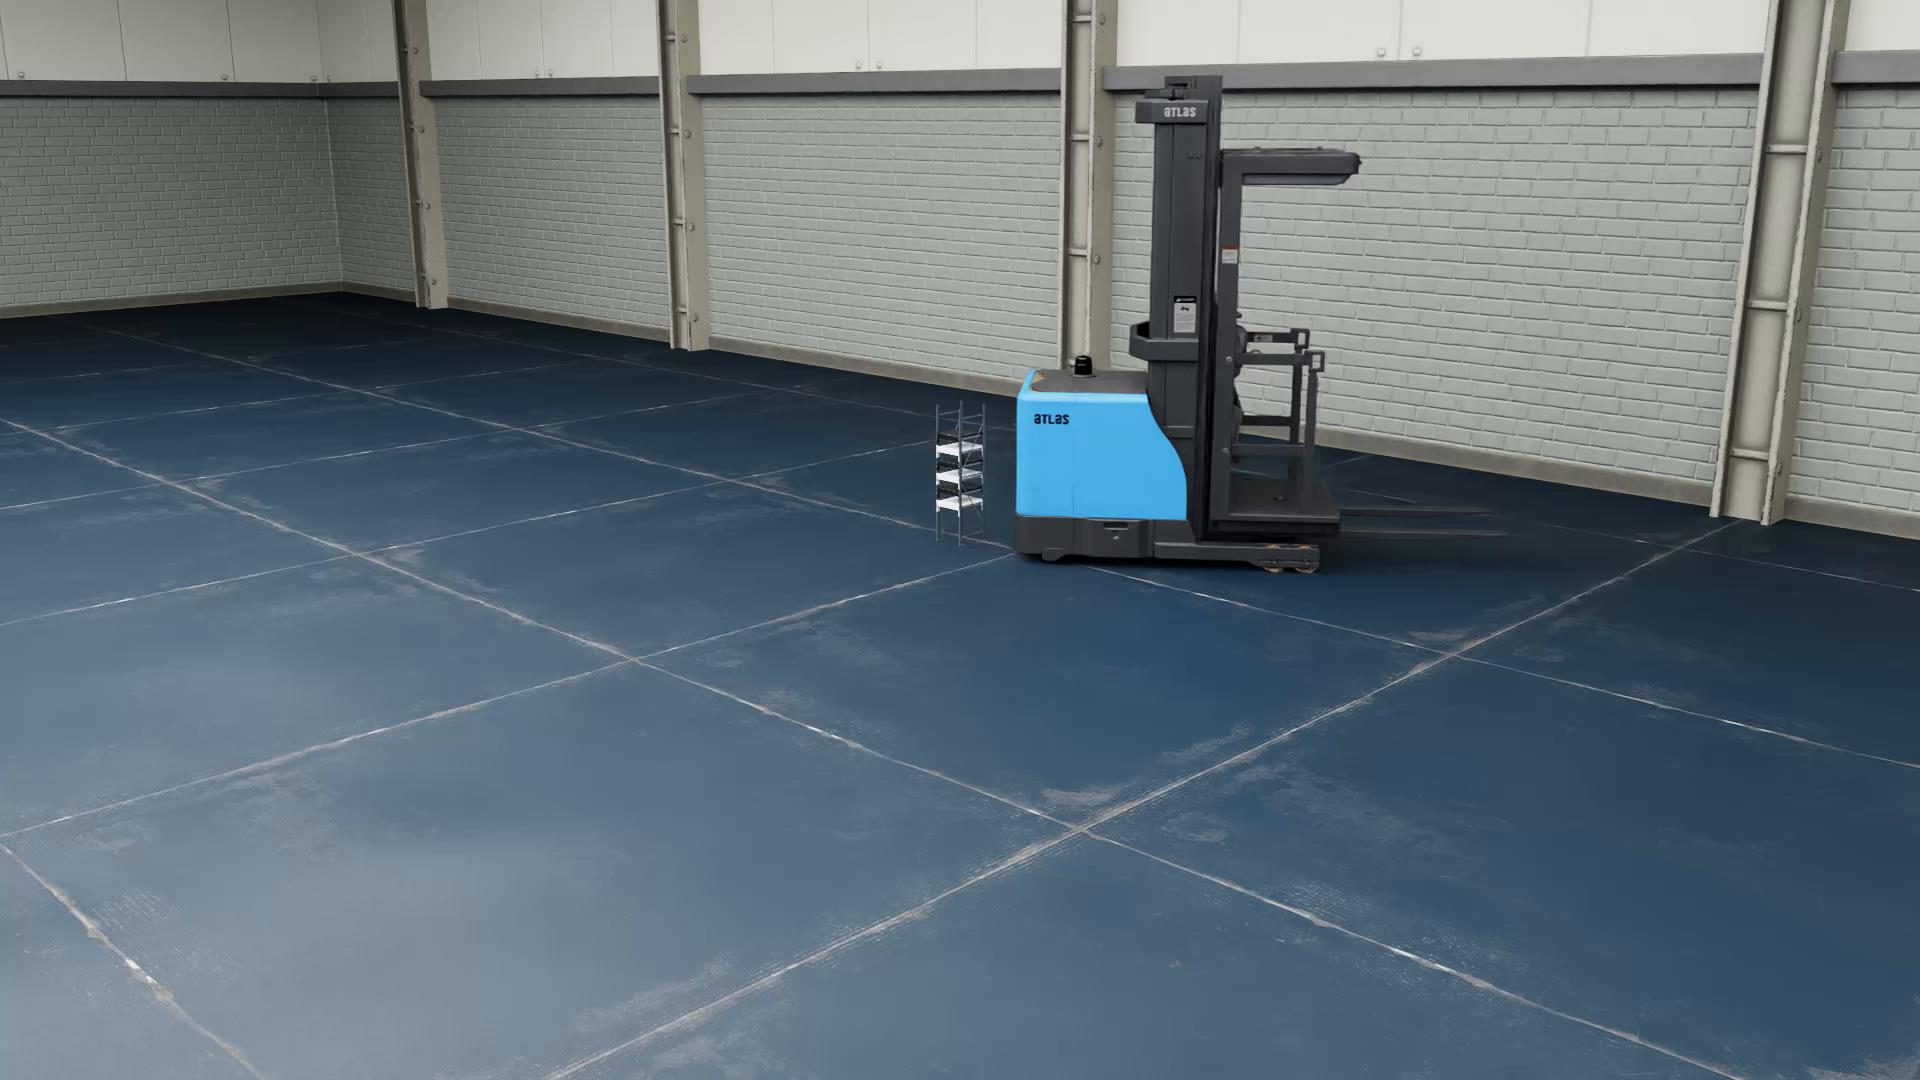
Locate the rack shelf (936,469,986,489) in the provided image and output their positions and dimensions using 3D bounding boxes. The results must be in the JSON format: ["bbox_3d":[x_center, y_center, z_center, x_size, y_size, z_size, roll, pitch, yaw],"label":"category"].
[{"bbox_3d":[0.006,-0.402,10.822,0.200,0.077,0.258,14,20,42],"label":"rack shelf"}]

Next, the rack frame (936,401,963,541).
[{"bbox_3d":[-0.067,-0.452,10.881,0.006,0.900,0.240,14,20,42],"label":"rack frame"}]

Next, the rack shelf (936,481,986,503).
[{"bbox_3d":[0.006,-0.315,10.844,0.200,0.077,0.258,14,20,42],"label":"rack shelf"}]

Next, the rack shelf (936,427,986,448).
[{"bbox_3d":[0.006,-0.663,10.753,0.200,0.077,0.258,14,20,42],"label":"rack shelf"}]

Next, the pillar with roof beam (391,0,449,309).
[{"bbox_3d":[-10.480,-6.885,19.509,0.400,9.000,9.100,14,20,42],"label":"pillar with roof beam"}]

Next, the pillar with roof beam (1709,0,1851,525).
[{"bbox_3d":[2.478,-3.735,7.418,0.400,9.000,9.100,14,20,42],"label":"pillar with roof beam"}]

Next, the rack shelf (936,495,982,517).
[{"bbox_3d":[0.006,-0.228,10.867,0.200,0.077,0.258,14,20,42],"label":"rack shelf"}]

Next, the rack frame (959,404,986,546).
[{"bbox_3d":[0.079,-0.416,10.745,0.006,0.900,0.240,14,20,42],"label":"rack frame"}]

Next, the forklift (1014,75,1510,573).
[{"bbox_3d":[1.890,-1.356,10.325,3.031,2.935,1.130,2,15,6],"label":"forklift"}]

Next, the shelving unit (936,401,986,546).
[{"bbox_3d":[0.006,-0.434,10.813,0.210,0.900,0.258,14,20,42],"label":"shelving unit"}]

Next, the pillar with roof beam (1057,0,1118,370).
[{"bbox_3d":[-1.842,-4.785,11.448,0.400,9.000,9.100,14,20,42],"label":"pillar with roof beam"}]

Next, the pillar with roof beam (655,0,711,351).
[{"bbox_3d":[-6.161,-5.835,15.478,0.400,9.000,9.100,14,20,42],"label":"pillar with roof beam"}]

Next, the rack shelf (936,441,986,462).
[{"bbox_3d":[0.006,-0.576,10.776,0.200,0.077,0.258,14,20,42],"label":"rack shelf"}]

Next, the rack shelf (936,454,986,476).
[{"bbox_3d":[0.006,-0.489,10.799,0.200,0.077,0.258,14,20,42],"label":"rack shelf"}]
